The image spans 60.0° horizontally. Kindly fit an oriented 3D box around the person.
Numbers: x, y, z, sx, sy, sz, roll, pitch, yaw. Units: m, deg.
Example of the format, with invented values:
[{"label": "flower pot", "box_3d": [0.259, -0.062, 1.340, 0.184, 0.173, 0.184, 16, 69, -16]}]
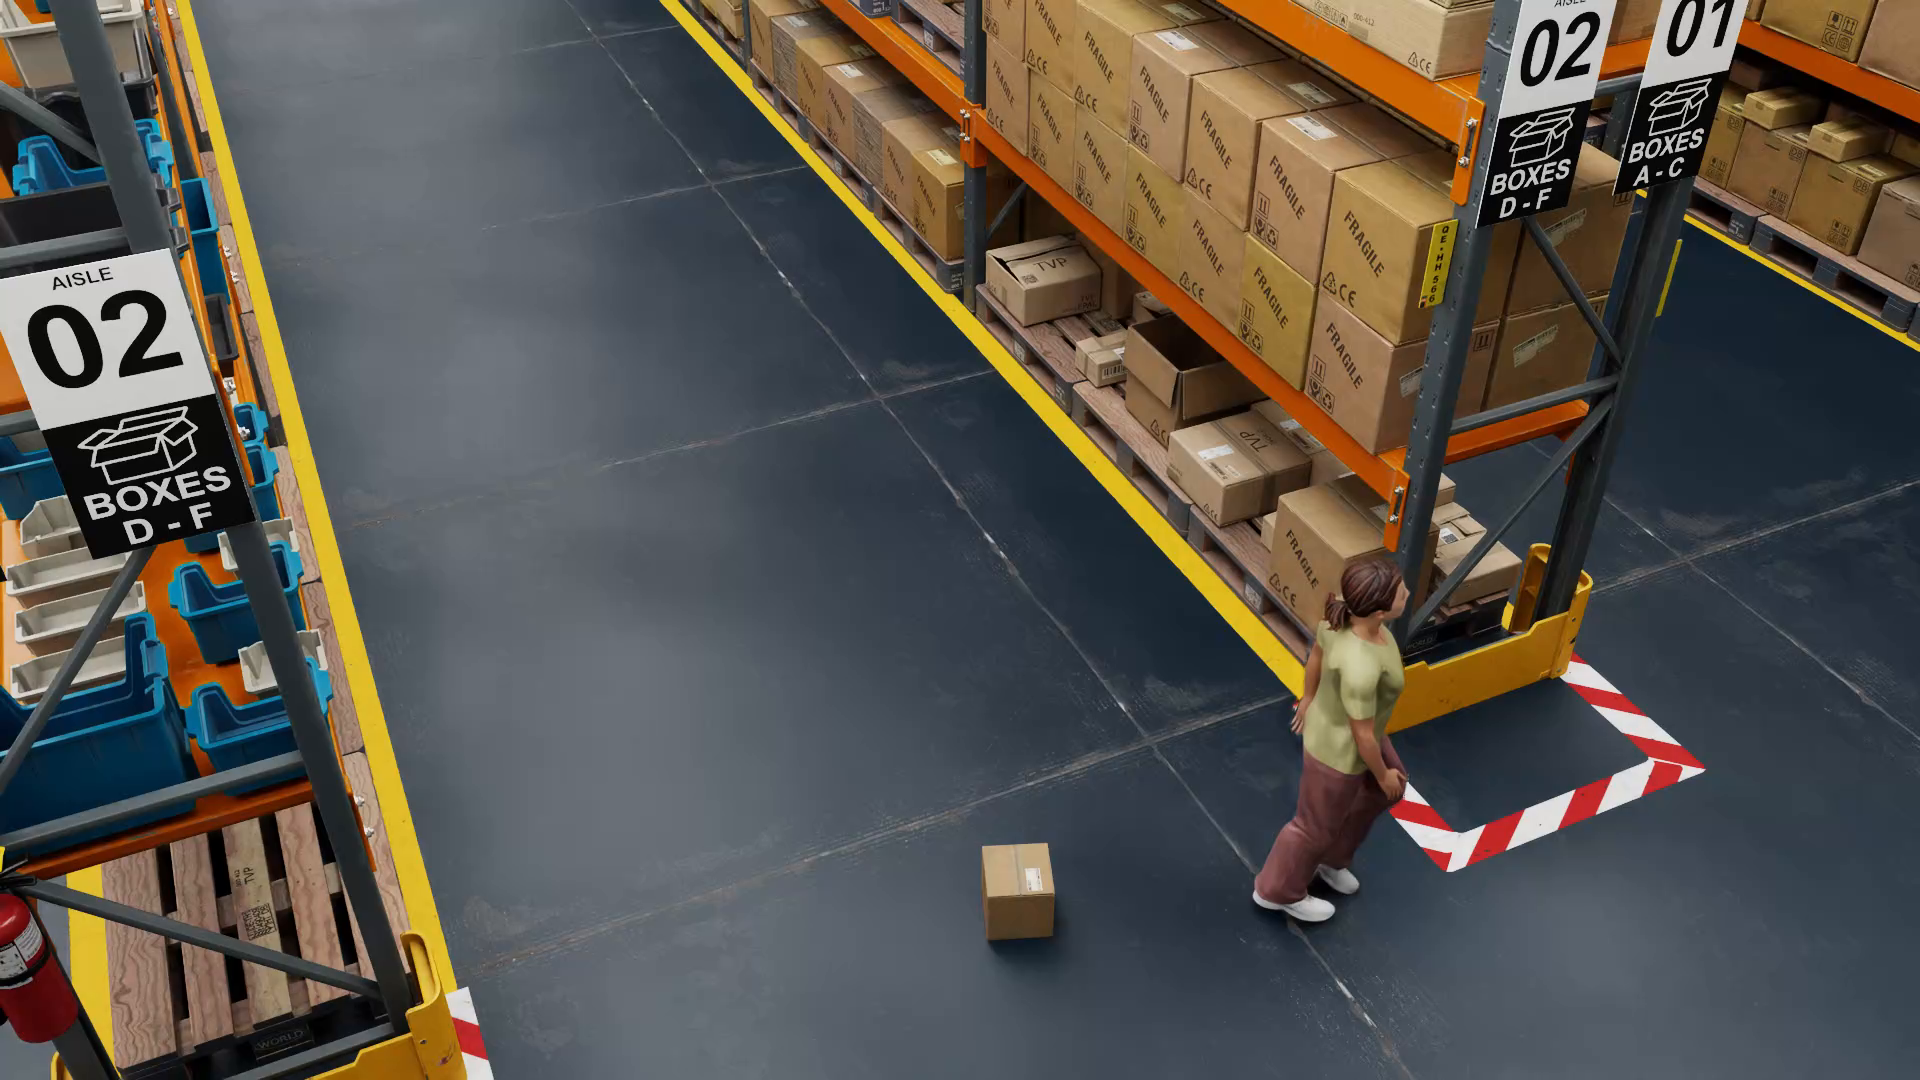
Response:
[{"label": "person", "box_3d": [1.371, 0.737, 5.880, 0.502, 1.689, 0.454, 6, 38, 7]}]
